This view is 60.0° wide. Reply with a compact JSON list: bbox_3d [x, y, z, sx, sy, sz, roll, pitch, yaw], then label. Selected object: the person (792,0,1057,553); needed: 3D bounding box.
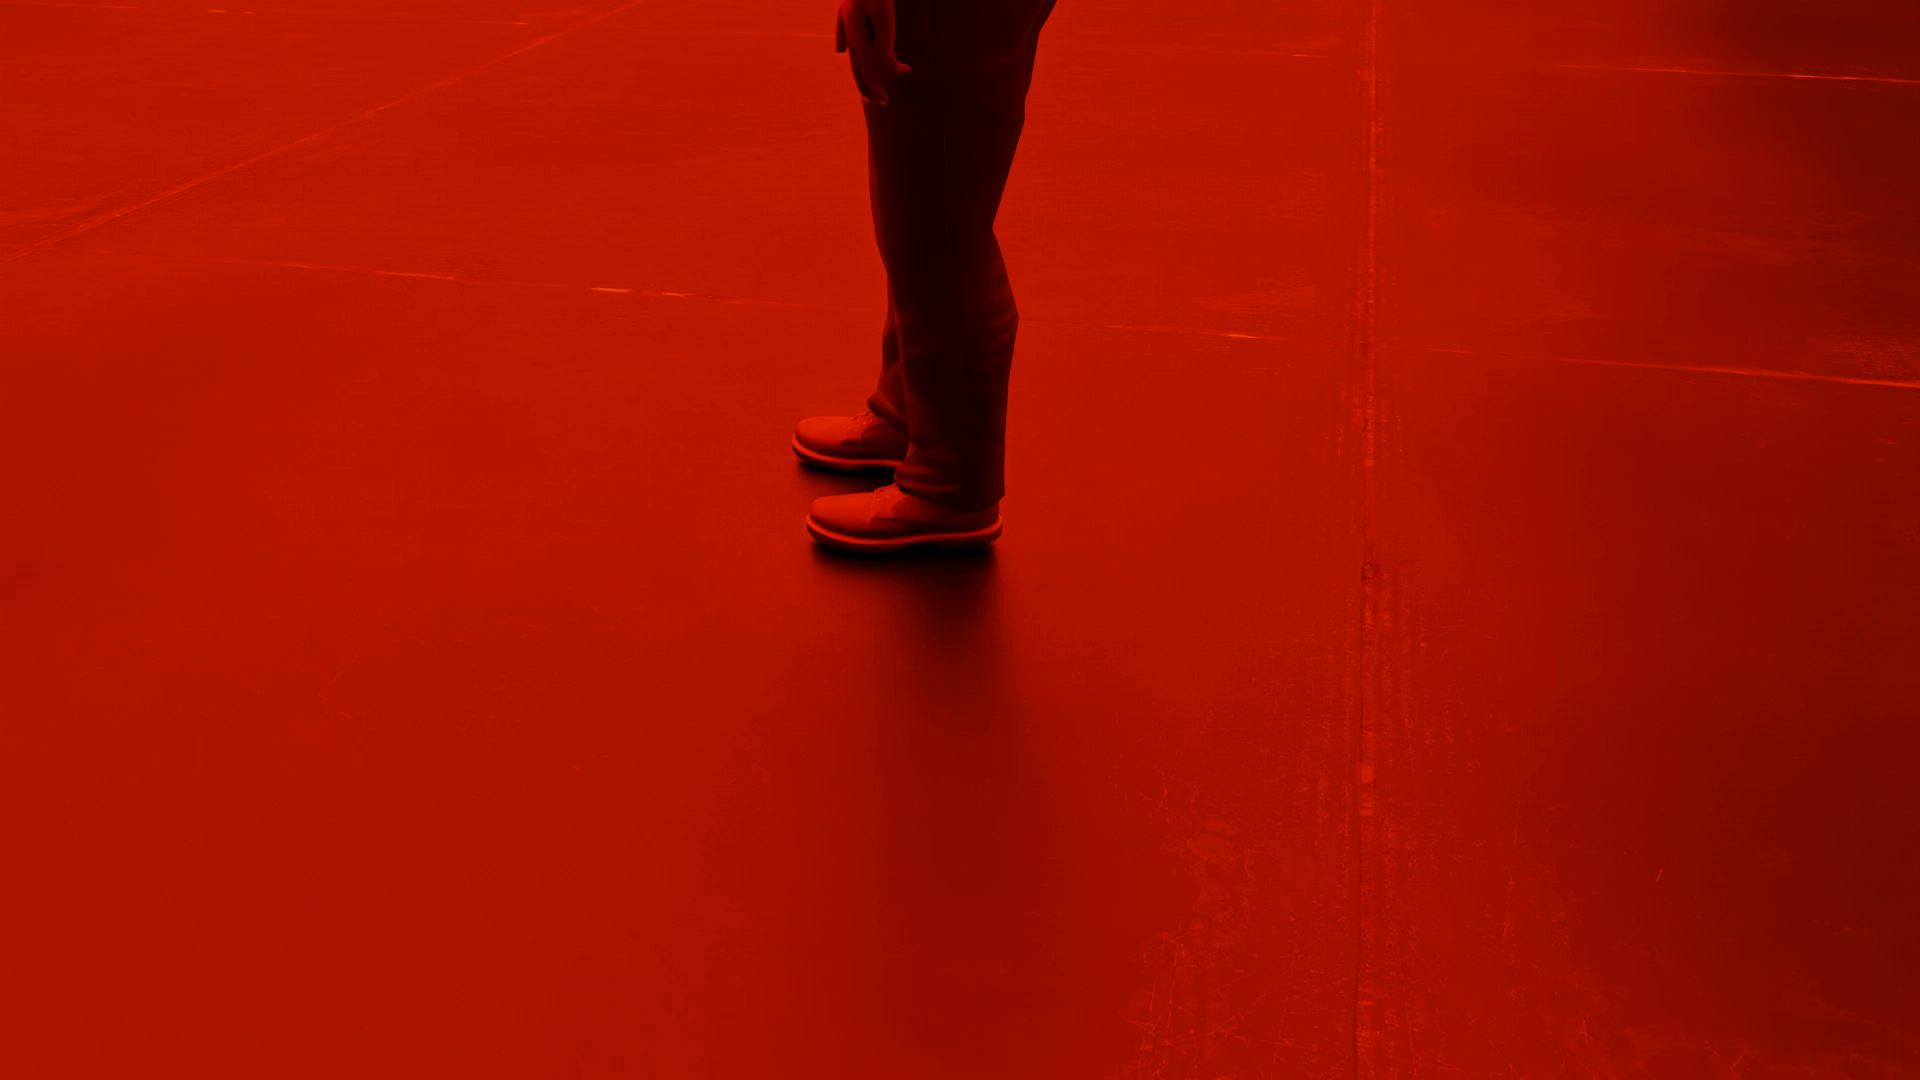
[{"bbox_3d":[-0.081,-0.758,2.161,0.503,1.644,0.569,6,27,11],"label":"person"}]
